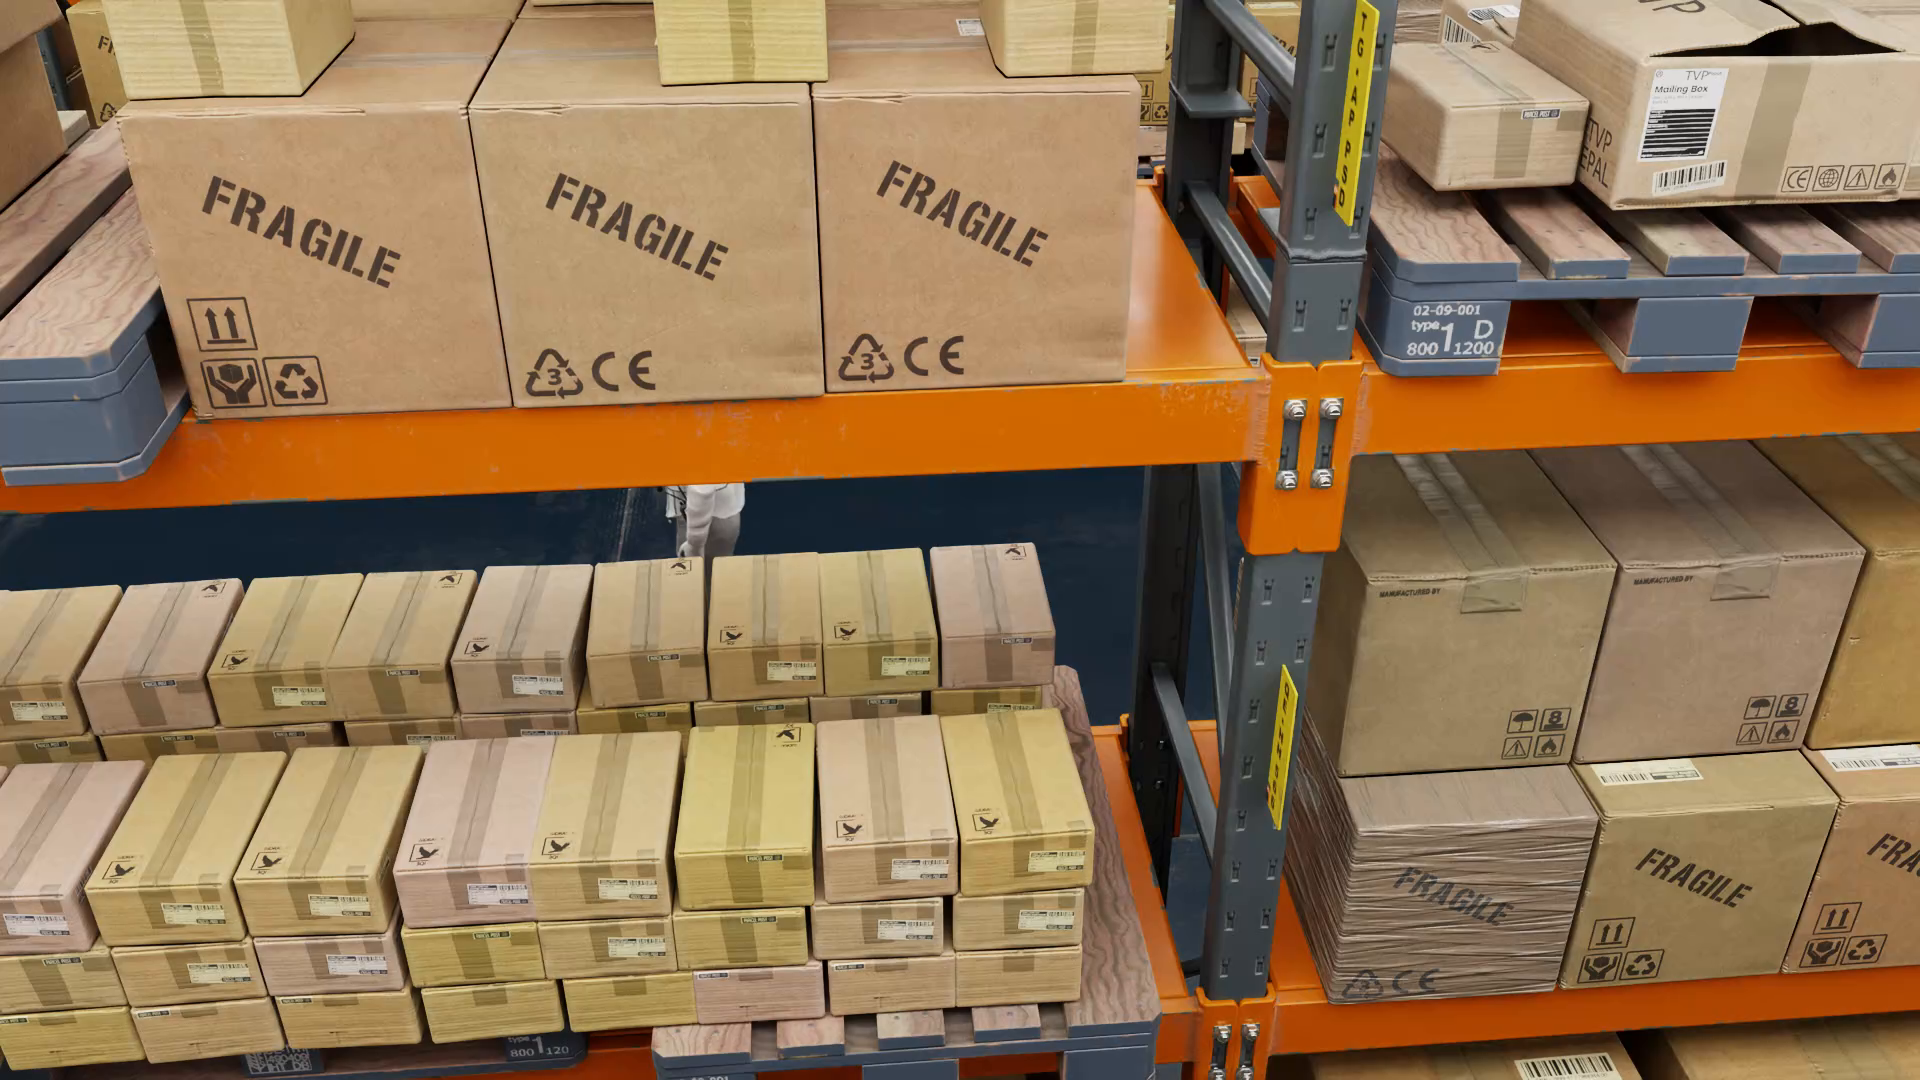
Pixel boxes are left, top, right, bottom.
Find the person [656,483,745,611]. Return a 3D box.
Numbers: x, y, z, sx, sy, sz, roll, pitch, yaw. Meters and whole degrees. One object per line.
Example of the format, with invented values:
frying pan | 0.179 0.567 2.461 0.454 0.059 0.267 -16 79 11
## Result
person | -0.968 -0.091 6.275 0.337 1.675 0.466 -2 31 -3
